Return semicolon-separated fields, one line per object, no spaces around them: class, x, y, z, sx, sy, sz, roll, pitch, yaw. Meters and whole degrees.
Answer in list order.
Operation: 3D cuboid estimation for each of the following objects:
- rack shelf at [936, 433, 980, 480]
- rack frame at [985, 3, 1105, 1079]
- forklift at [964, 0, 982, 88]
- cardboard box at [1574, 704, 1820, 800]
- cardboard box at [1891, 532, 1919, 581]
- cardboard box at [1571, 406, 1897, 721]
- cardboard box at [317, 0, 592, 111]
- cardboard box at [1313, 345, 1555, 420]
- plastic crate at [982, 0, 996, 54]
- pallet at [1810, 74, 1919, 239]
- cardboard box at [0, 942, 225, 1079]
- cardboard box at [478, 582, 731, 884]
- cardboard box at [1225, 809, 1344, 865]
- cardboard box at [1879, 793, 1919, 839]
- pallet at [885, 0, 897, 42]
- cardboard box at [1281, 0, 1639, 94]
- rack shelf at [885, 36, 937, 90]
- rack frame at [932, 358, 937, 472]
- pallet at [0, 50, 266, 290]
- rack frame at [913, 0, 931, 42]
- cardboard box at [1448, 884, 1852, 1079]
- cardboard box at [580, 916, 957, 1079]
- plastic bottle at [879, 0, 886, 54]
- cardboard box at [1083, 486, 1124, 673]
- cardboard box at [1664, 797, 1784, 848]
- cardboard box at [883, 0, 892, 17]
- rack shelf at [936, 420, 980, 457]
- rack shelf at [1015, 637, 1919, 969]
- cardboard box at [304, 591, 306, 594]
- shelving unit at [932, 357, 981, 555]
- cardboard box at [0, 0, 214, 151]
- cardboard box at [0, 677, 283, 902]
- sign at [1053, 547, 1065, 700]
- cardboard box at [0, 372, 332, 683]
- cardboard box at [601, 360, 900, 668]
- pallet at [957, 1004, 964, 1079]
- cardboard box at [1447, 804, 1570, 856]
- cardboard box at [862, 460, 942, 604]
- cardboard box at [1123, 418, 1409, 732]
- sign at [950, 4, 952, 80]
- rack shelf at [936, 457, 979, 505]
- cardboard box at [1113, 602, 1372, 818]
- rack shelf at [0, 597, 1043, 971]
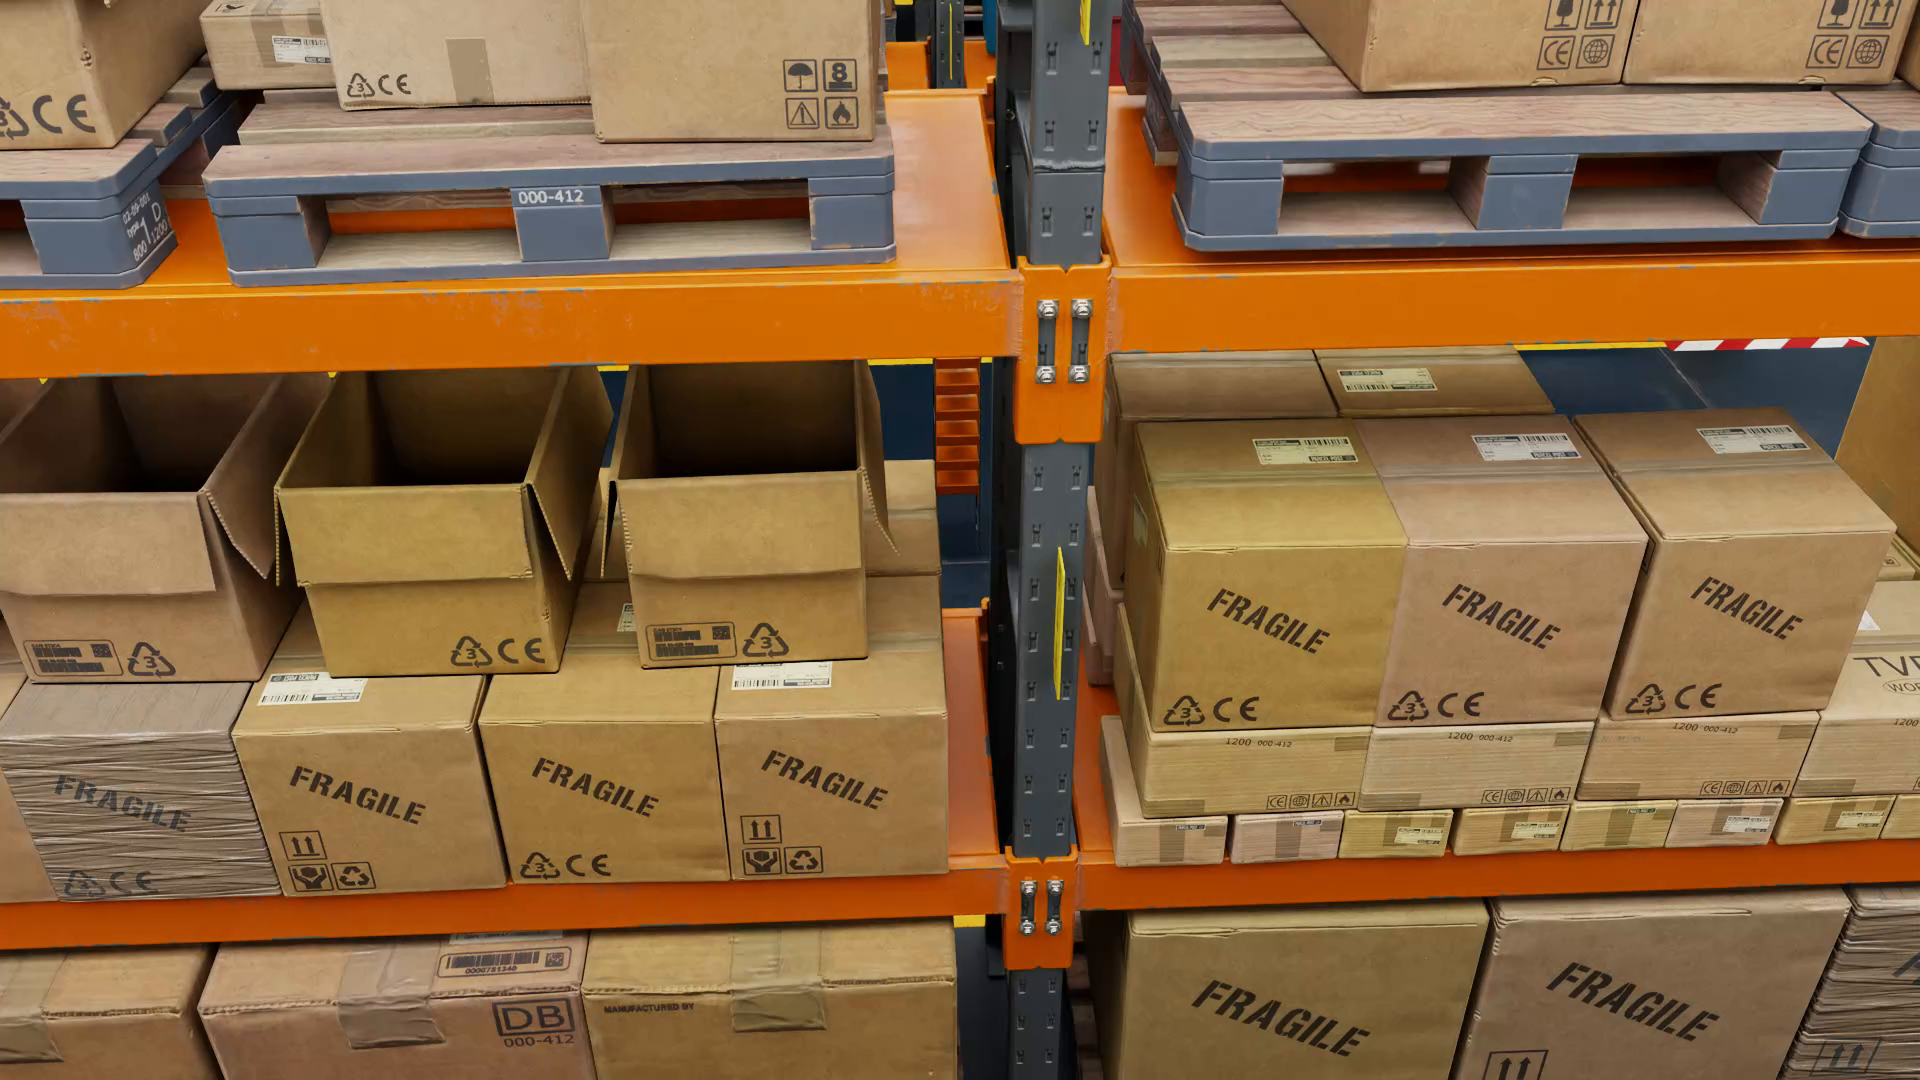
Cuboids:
rack shelf;-0.014;-0.358;7.002;0.180;0.103;0.258;-2;35;-2
rack frame;0.167;0.308;4.169;0.127;3.000;1.000;-2;35;-2
forklift;0.184;-3.929;10.352;3.031;2.935;1.130;0;35;1
cardboard box;1.663;0.356;3.970;0.500;0.250;0.500;-1;35;-1
cardboard box;2.650;0.029;4.443;0.500;0.250;0.500;-3;35;-4
cardboard box;1.670;0.046;3.759;0.500;0.500;0.500;-3;35;-4
cardboard box;-0.933;-1.083;3.252;0.500;0.311;0.500;-3;35;-4
cardboard box;1.115;-0.236;4.167;0.500;0.500;0.500;-1;35;-2
plastic crate;0.383;-2.732;8.523;0.575;0.384;0.392;-2;35;-2
pallet;2.201;-0.936;3.409;1.213;0.211;1.003;-2;35;-2
cardboard box;-2.247;1.091;4.536;0.875;0.875;1.225;-1;35;-2
cardboard box;-0.781;0.444;3.884;0.500;0.500;0.500;-1;35;-1
cardboard box;0.741;0.586;3.989;0.250;0.149;0.380;-3;35;-4
cardboard box;2.296;0.542;4.052;0.250;0.149;0.380;-1;35;-1
pallet;-1.109;-4.133;13.036;1.213;0.211;1.003;-2;35;-2
cardboard box;0.946;-1.235;3.219;0.500;0.500;0.700;-3;35;-5
rack shelf;-2.065;-2.157;8.364;4.000;0.370;1.077;-2;35;-2
rack frame;-0.106;-0.491;6.904;0.006;1.200;0.240;-2;35;-2
pallet;-2.071;-0.819;3.328;1.213;0.211;1.003;0;35;0
rack frame;-0.298;-5.323;12.306;0.127;3.000;1.000;-2;35;-2
cardboard box;1.729;1.013;4.649;0.875;0.875;0.875;-2;35;-2
cardboard box;-0.471;1.038;4.613;0.875;0.875;1.225;-1;35;-2
plastic bottle;-0.474;-2.661;8.502;0.185;0.351;0.144;-2;35;-2
cardboard box;0.596;0.087;4.360;0.500;0.250;0.500;-2;35;-3
cardboard box;1.773;0.557;4.029;0.250;0.149;0.380;-1;35;-2
cardboard box;-0.777;-4.300;12.637;0.500;0.500;0.500;-2;35;-2
rack shelf;-0.014;-0.456;6.933;0.180;0.103;0.258;-2;35;-2
rack shelf;2.165;0.550;4.451;4.000;0.370;1.077;-2;35;-2
cardboard box;-1.822;0.182;4.264;0.500;0.500;0.500;-1;35;-1
shelving unit;-0.014;-0.493;6.908;0.189;1.200;0.258;-2;35;-2
cardboard box;-1.789;-1.100;3.108;0.637;0.503;0.797;-2;35;-3
cardboard box;-1.804;0.473;3.843;0.500;0.500;0.500;-1;35;-2
sign;0.203;0.173;3.416;0.005;0.325;0.100;-2;35;-2
cardboard box;-1.776;-0.086;3.769;0.637;0.503;0.797;0;35;-1
cardboard box;-0.470;-0.123;3.823;0.637;0.503;0.797;-2;35;-3
pallet;-0.600;1.518;4.870;1.213;0.211;1.003;-2;35;-2
cardboard box;1.267;0.570;4.011;0.250;0.149;0.380;-2;35;-4
cardboard box;-0.304;0.137;4.328;0.500;0.500;0.500;-1;35;-2
cardboard box;0.658;0.072;3.722;0.500;0.500;0.500;-2;35;-2
sign;-0.043;-2.308;7.706;0.005;0.325;0.100;-2;35;-2
rack shelf;-0.014;-0.259;7.070;0.180;0.103;0.258;-2;35;-2
cardboard box;0.649;0.384;3.930;0.500;0.250;0.500;-2;35;-3
rack shelf;-1.830;0.658;4.296;4.000;0.370;1.077;-2;35;-2
